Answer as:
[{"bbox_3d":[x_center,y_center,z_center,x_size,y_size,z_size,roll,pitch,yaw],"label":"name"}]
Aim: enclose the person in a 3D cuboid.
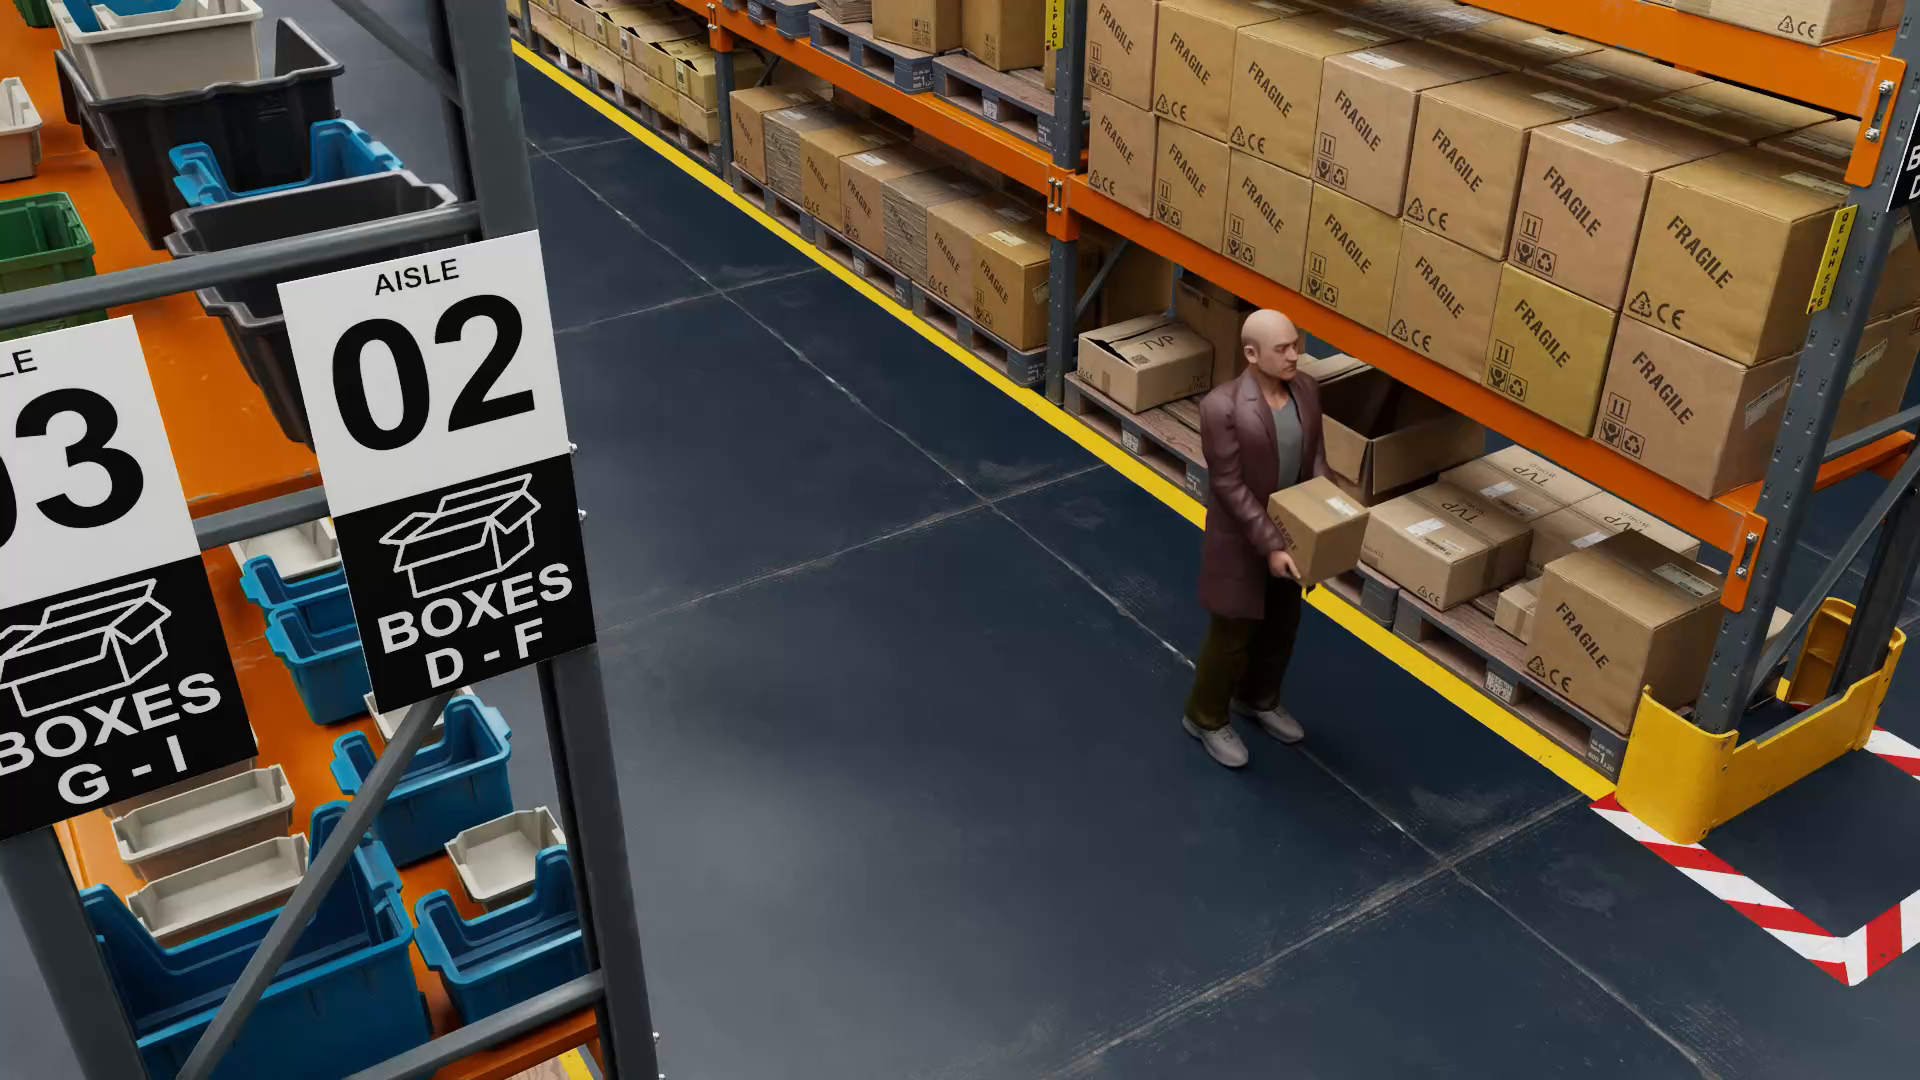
[{"bbox_3d":[1.154,0.040,6.093,0.531,1.769,0.555,-19,37,-27],"label":"person"}]
